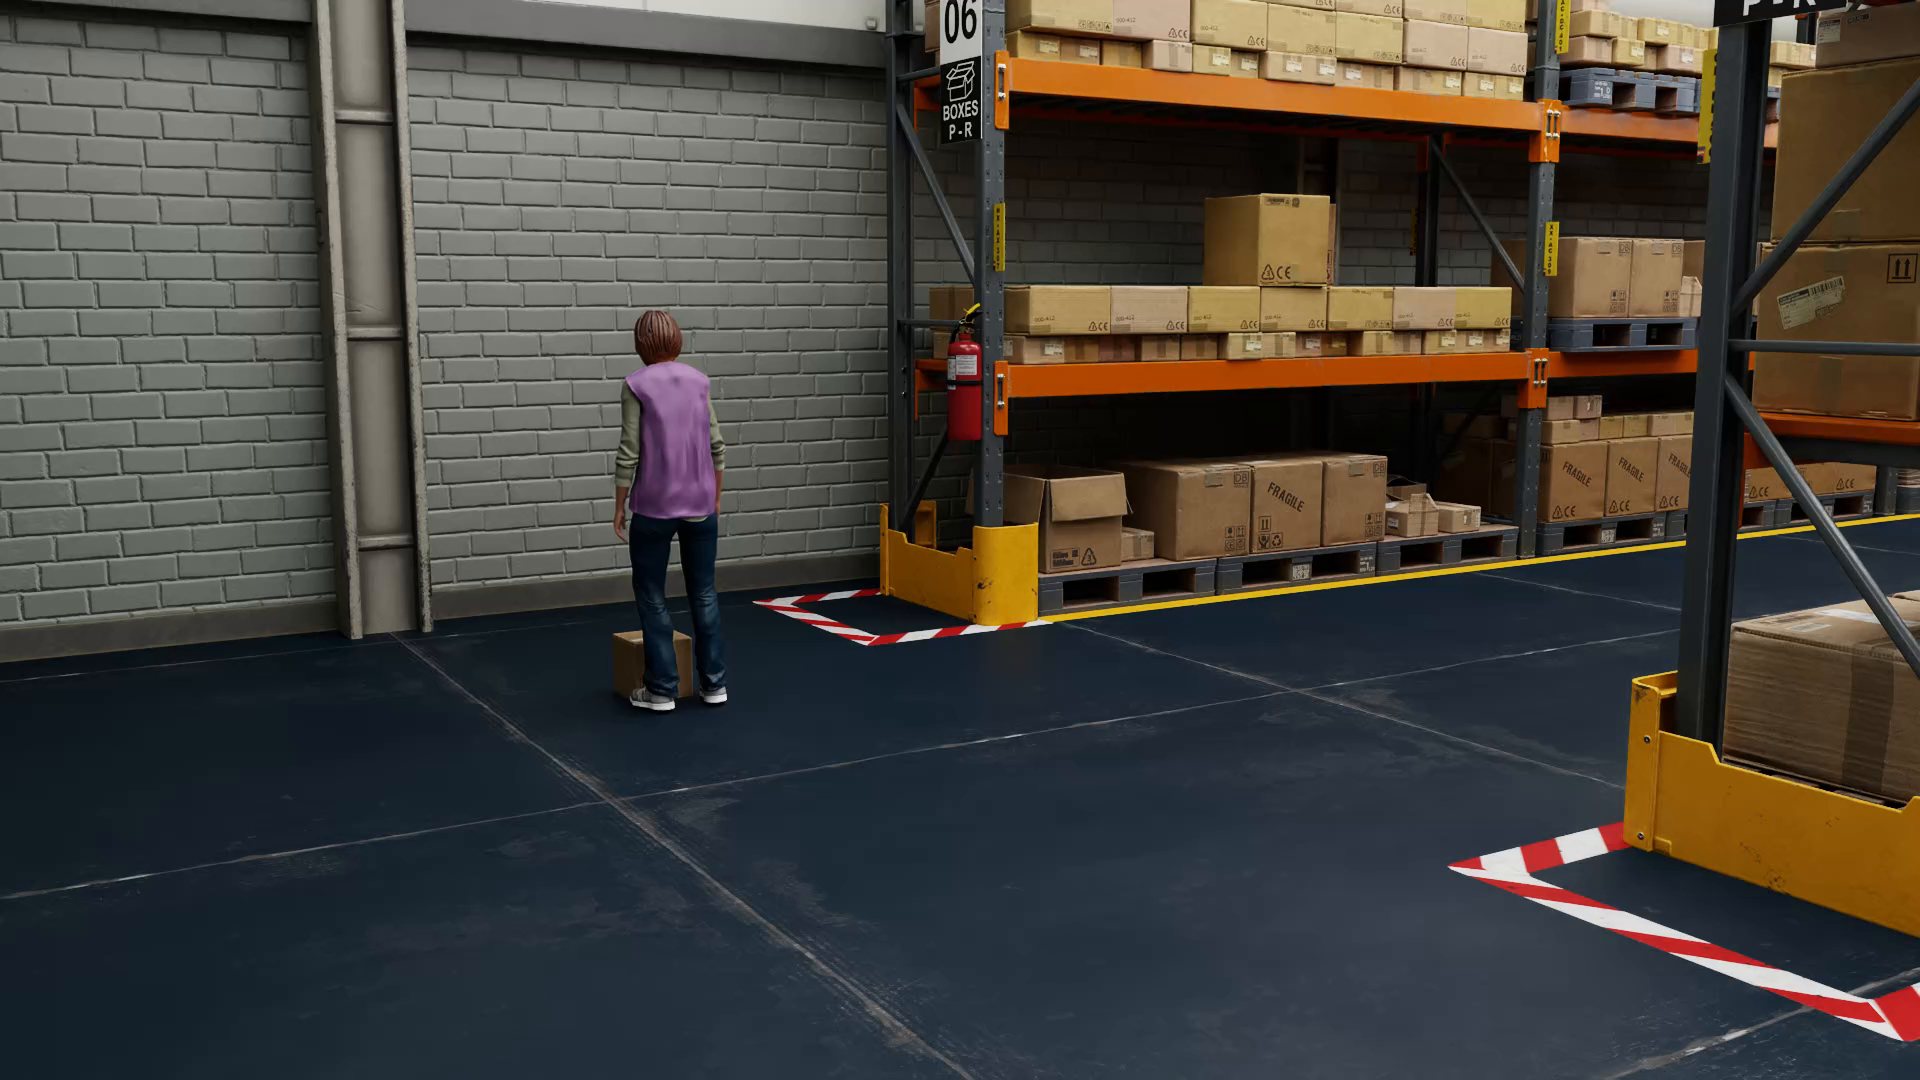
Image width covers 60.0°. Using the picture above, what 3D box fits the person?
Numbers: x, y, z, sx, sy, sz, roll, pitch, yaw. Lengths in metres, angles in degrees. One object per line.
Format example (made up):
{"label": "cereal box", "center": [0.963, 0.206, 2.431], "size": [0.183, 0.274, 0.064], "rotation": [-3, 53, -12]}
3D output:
{"label": "person", "center": [-1.152, -0.113, 6.642], "size": [0.477, 1.592, 0.347], "rotation": [-5, 10, -32]}
